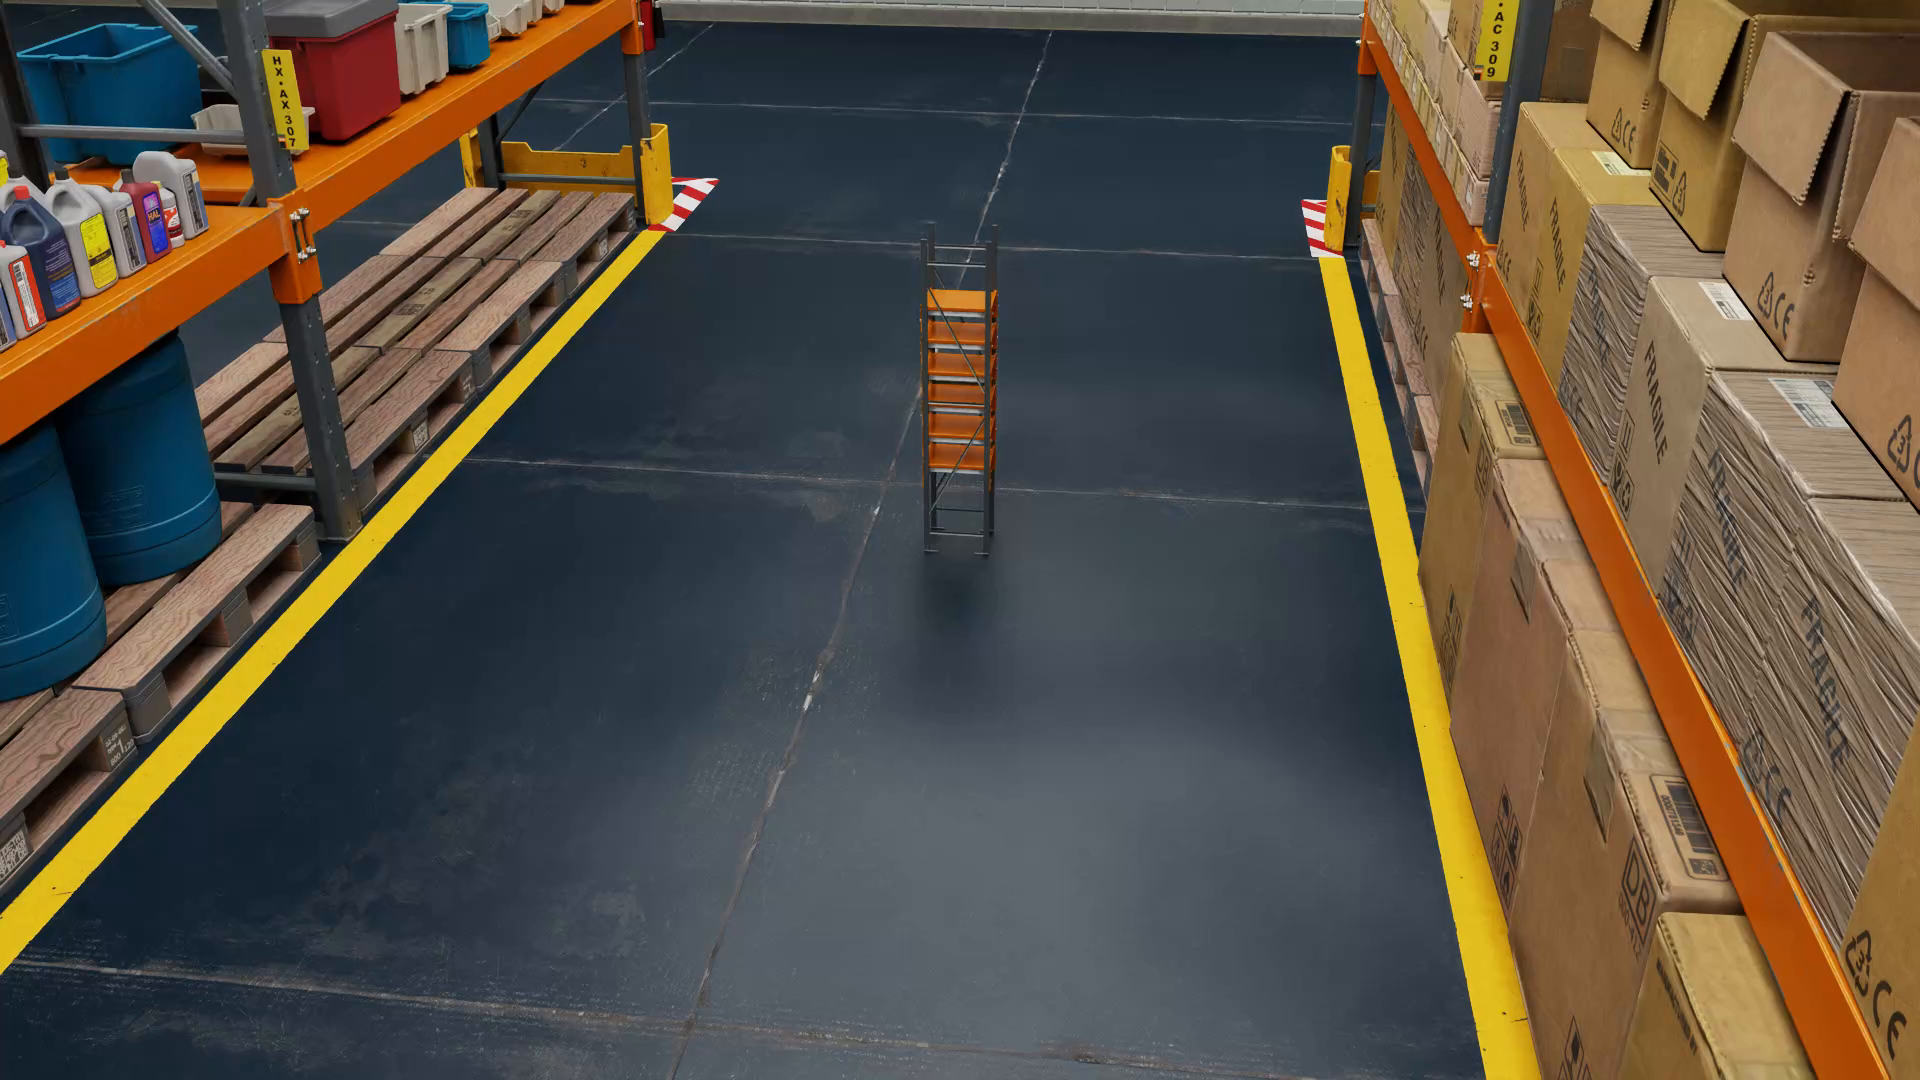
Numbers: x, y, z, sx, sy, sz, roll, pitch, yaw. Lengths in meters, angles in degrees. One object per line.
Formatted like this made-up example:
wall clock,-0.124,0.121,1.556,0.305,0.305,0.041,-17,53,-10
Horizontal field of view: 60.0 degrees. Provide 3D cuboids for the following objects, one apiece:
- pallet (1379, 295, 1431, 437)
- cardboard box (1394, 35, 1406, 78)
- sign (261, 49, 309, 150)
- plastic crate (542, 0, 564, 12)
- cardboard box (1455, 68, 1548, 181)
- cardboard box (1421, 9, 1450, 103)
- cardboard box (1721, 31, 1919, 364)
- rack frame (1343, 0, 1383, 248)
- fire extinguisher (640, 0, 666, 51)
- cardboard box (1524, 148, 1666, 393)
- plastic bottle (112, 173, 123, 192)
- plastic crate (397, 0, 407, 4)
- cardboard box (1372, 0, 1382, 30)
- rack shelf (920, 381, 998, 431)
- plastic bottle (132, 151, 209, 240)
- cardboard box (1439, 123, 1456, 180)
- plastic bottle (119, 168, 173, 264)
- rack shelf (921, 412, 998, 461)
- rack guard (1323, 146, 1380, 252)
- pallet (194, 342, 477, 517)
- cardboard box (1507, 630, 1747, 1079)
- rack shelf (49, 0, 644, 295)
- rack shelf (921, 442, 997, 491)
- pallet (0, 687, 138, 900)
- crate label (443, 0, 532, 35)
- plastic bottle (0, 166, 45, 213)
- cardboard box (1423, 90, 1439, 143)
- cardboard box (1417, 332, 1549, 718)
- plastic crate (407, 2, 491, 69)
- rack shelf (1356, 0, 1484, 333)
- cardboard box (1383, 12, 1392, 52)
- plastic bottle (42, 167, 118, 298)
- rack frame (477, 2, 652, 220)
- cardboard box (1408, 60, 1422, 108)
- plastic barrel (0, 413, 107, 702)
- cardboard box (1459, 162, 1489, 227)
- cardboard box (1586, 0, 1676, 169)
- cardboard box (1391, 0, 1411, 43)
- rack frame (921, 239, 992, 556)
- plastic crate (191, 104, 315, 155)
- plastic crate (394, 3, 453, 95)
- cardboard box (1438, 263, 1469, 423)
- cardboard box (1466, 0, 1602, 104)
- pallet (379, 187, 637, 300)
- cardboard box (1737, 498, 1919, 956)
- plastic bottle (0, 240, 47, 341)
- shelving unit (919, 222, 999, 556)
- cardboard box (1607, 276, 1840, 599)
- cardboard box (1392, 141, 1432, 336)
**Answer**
pallet,2.460,-0.777,7.470,1.003,0.211,1.213,3,28,6
cardboard box,2.106,-2.094,7.240,0.380,0.149,0.250,3,28,6
sign,-2.228,-1.452,5.491,0.100,0.325,0.005,3,28,6
plastic crate,-2.203,-2.762,8.429,0.396,0.136,0.243,3,28,6
cardboard box,1.936,-1.363,5.463,0.500,0.250,0.500,3,28,5
cardboard box,2.059,-1.847,6.361,0.500,0.250,0.500,4,29,7
cardboard box,1.916,-0.644,3.120,0.797,0.503,0.637,4,29,8
rack frame,2.633,-2.958,8.579,1.000,3.000,0.127,3,28,6
fire extinguisher,-1.814,-3.093,9.302,0.296,0.674,0.183,3,28,6
cardboard box,1.777,-0.681,4.246,0.500,0.500,0.500,3,28,6
plastic bottle,-2.627,-1.070,5.283,0.097,0.201,0.097,0,28,0
plastic crate,-2.801,-2.482,7.808,0.416,0.233,0.300,3,28,6
cardboard box,2.231,-2.579,8.139,0.380,0.149,0.250,3,28,5
rack shelf,-0.002,-0.482,5.974,0.258,0.103,0.180,3,28,6
plastic bottle,-2.501,-1.104,5.268,0.152,0.276,0.135,3,28,6
cardboard box,1.918,-1.369,5.894,0.380,0.149,0.250,3,28,5
plastic bottle,-2.484,-0.996,5.059,0.061,0.283,0.133,3,28,6
rack shelf,-0.002,-0.377,6.031,0.258,0.103,0.180,3,28,6
rack guard,2.635,-1.869,9.192,1.175,0.500,0.348,3,28,6
pallet,-2.722,-0.484,6.926,1.003,0.211,1.213,3,28,6
cardboard box,1.874,0.815,3.372,1.225,0.875,0.875,3,29,6
rack shelf,-2.528,-1.988,7.536,1.077,0.370,4.000,3,28,6
rack shelf,-0.002,-0.271,6.088,0.258,0.103,0.180,3,28,6
pallet,-3.056,0.801,4.541,1.003,0.211,1.213,3,28,6
crate label,-2.263,-2.494,7.931,0.396,0.136,0.243,3,28,6
plastic bottle,-2.704,-0.898,4.807,0.144,0.351,0.185,3,28,6
cardboard box,1.980,-1.612,6.344,0.380,0.149,0.250,4,29,7
cardboard box,2.084,-0.023,4.927,1.225,0.875,0.875,3,29,6
plastic crate,-2.280,-2.217,7.316,0.416,0.233,0.300,3,28,6
rack shelf,2.387,-1.700,7.002,1.077,0.370,4.000,3,28,6
cardboard box,2.170,-2.336,7.688,0.380,0.149,0.250,3,28,5
plastic bottle,-2.561,-0.890,4.791,0.144,0.351,0.185,3,28,6
rack frame,-2.283,-3.246,9.113,1.000,3.000,0.127,3,28,6
cardboard box,2.044,-1.852,6.790,0.380,0.149,0.250,4,29,7
plastic barrel,-2.944,-0.036,4.924,0.600,0.901,0.708,3,28,6
cardboard box,1.855,-1.127,5.445,0.380,0.149,0.250,4,29,6
cardboard box,2.072,-1.260,4.263,0.797,0.503,0.637,3,28,5
cardboard box,2.183,-2.332,7.260,0.500,0.250,0.500,2,28,4
rack frame,-0.013,-0.478,5.873,0.240,1.200,0.006,3,28,6
plastic crate,-2.574,-1.484,6.057,0.396,0.136,0.243,3,28,6
plastic crate,-2.403,-2.046,6.946,0.437,0.282,0.530,3,28,6
cardboard box,2.303,-0.631,6.056,0.875,0.875,0.875,3,28,6
cardboard box,1.933,-1.702,5.301,0.500,0.500,0.500,4,29,8
pallet,-2.423,-1.633,9.058,1.003,0.211,1.213,3,28,6
cardboard box,1.534,0.282,2.458,0.500,0.500,0.500,3,28,6
plastic bottle,-2.607,-0.695,4.508,0.152,0.276,0.135,3,28,6
shelving unit,-0.002,-0.521,5.953,0.258,1.200,0.189,3,28,6
cardboard box,1.657,-0.202,3.356,0.500,0.500,0.500,4,29,7
cardboard box,2.522,-1.474,7.620,0.875,0.875,0.875,3,28,6
